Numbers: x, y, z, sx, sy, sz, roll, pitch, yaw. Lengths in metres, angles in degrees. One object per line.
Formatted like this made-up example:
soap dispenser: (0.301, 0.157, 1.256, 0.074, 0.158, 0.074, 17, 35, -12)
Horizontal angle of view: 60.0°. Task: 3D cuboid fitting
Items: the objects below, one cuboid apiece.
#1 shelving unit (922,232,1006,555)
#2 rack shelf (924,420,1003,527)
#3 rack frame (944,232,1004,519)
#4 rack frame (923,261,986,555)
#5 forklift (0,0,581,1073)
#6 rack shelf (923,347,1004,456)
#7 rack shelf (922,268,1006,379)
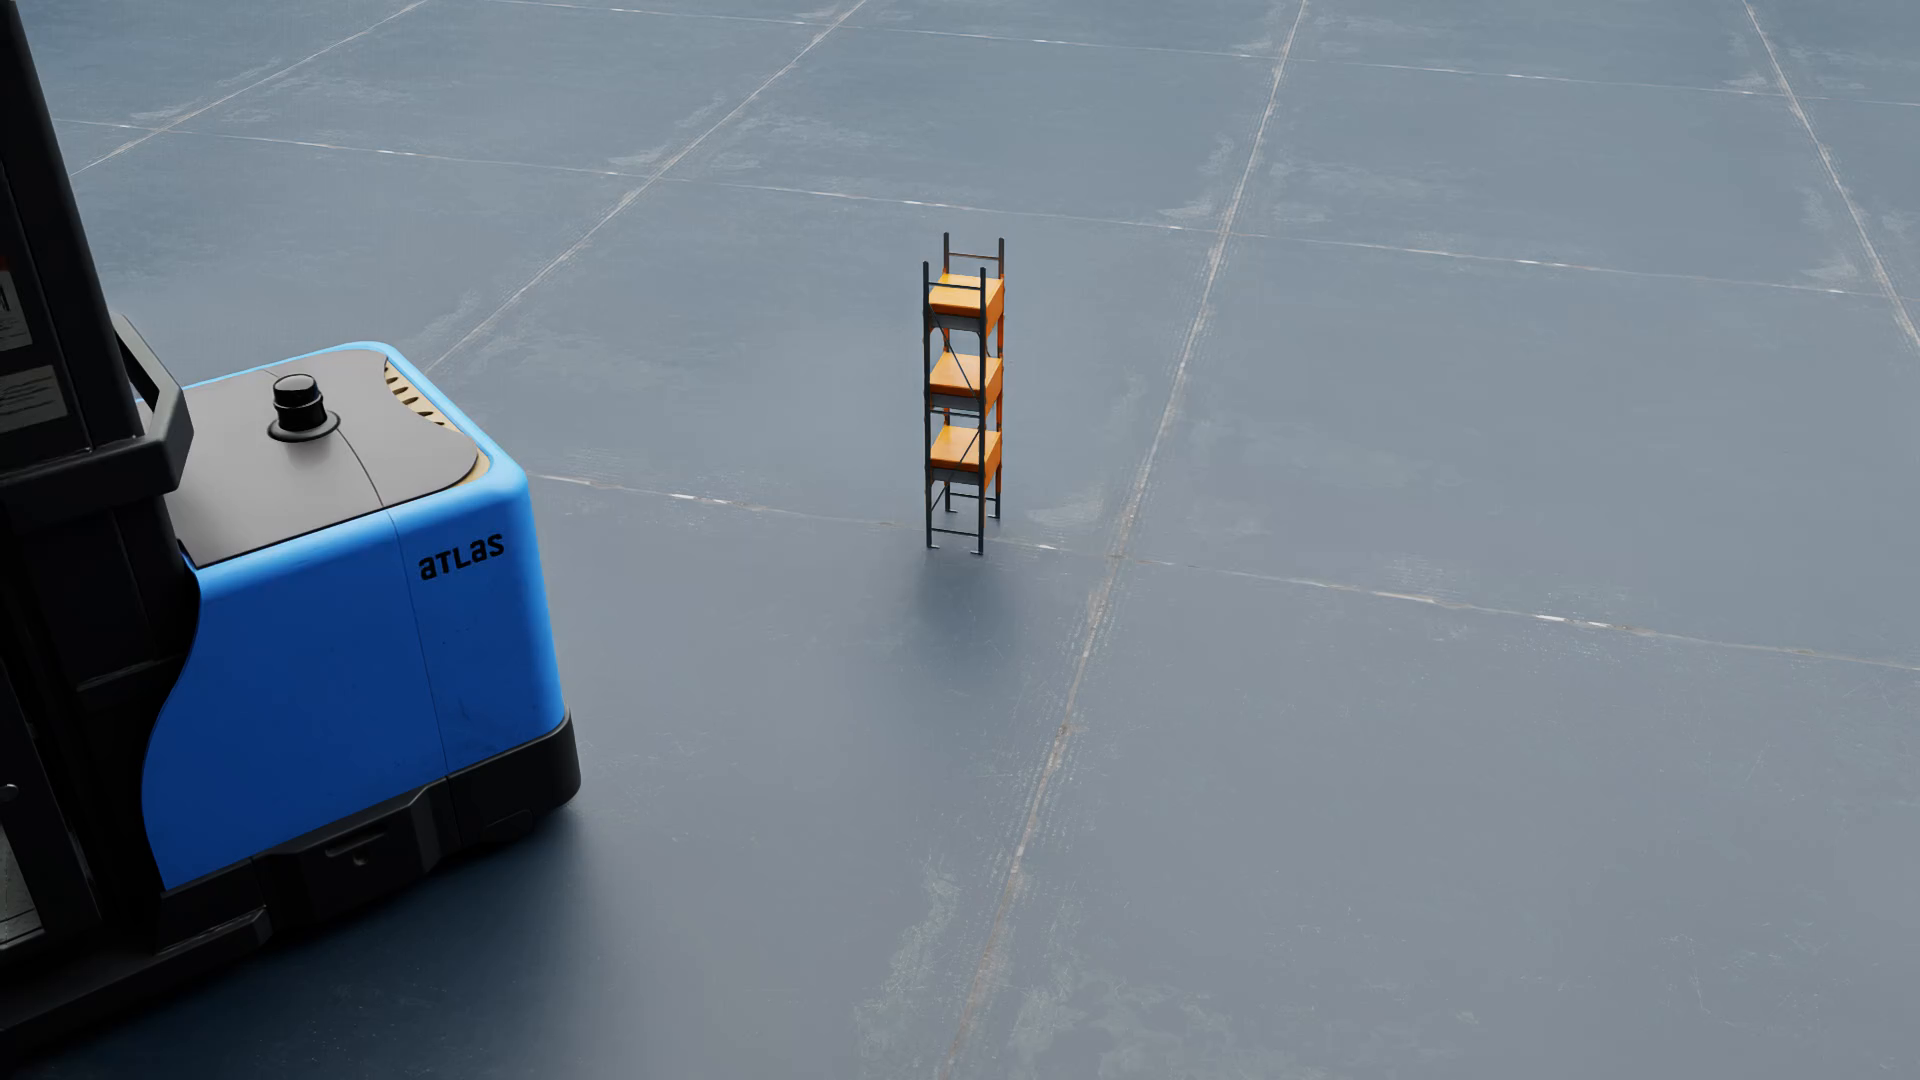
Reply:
shelving unit: (0.014, -0.471, 5.512, 0.215, 1.050, 0.252, 8, 33, 12)
rack shelf: (0.014, -0.227, 5.667, 0.215, 0.259, 0.240, 8, 33, 12)
rack frame: (0.045, -0.534, 5.612, 0.200, 1.050, 0.008, 8, 33, 12)
rack frame: (-0.017, -0.408, 5.412, 0.200, 1.050, 0.008, 8, 33, 12)
forklift: (-2.523, -0.227, 3.376, 3.031, 2.935, 1.130, -22, 39, -30)
rack shelf: (0.014, -0.462, 5.518, 0.215, 0.259, 0.240, 8, 33, 12)
rack shelf: (0.014, -0.701, 5.365, 0.215, 0.259, 0.240, 8, 33, 12)
